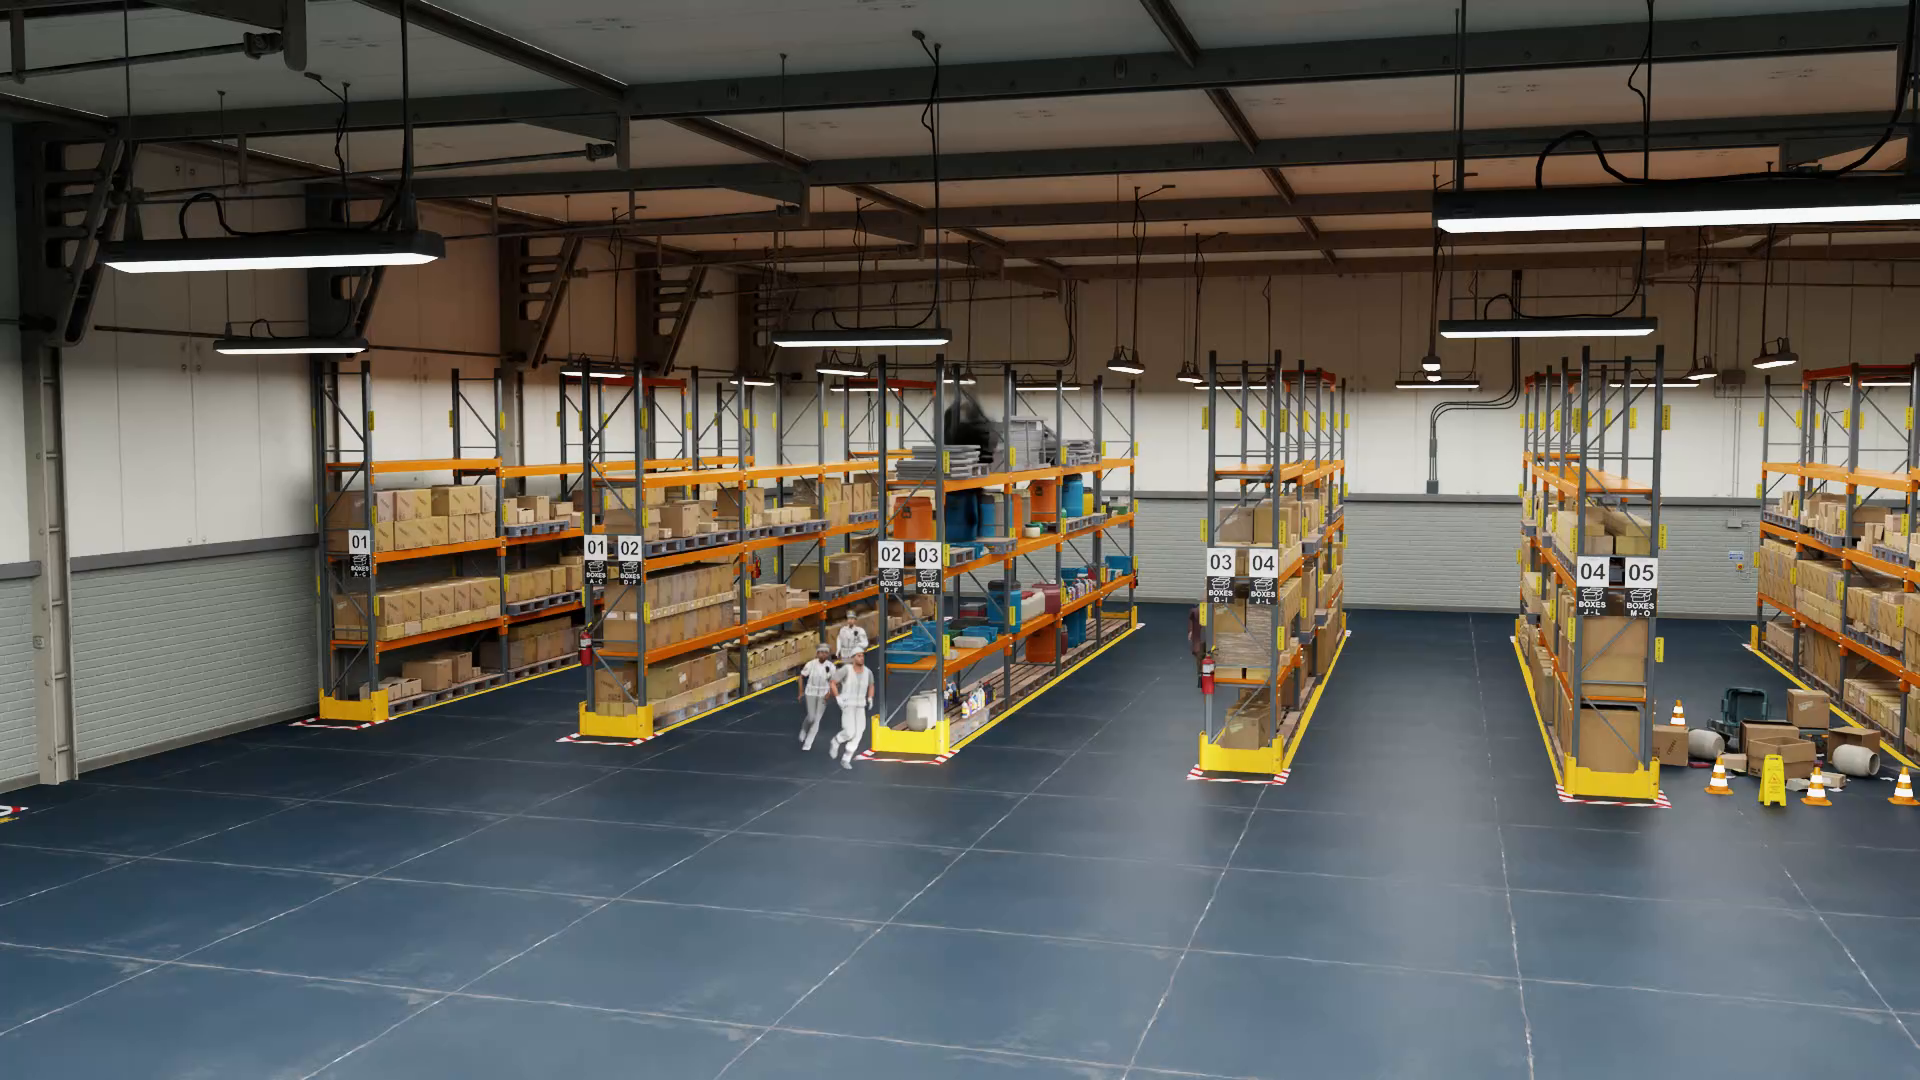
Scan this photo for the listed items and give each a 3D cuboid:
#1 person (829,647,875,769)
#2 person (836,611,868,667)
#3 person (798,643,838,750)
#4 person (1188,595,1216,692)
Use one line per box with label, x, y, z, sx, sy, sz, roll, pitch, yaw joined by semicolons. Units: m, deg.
person;-1.541;2.426;24.189;0.678;1.750;0.570;-2;5;-31
person;-1.896;2.064;29.050;0.616;1.676;0.909;1;4;8
person;-2.152;2.382;25.313;0.612;1.623;0.495;-1;4;-11
person;4.547;1.883;30.814;0.704;1.761;1.036;1;4;17
